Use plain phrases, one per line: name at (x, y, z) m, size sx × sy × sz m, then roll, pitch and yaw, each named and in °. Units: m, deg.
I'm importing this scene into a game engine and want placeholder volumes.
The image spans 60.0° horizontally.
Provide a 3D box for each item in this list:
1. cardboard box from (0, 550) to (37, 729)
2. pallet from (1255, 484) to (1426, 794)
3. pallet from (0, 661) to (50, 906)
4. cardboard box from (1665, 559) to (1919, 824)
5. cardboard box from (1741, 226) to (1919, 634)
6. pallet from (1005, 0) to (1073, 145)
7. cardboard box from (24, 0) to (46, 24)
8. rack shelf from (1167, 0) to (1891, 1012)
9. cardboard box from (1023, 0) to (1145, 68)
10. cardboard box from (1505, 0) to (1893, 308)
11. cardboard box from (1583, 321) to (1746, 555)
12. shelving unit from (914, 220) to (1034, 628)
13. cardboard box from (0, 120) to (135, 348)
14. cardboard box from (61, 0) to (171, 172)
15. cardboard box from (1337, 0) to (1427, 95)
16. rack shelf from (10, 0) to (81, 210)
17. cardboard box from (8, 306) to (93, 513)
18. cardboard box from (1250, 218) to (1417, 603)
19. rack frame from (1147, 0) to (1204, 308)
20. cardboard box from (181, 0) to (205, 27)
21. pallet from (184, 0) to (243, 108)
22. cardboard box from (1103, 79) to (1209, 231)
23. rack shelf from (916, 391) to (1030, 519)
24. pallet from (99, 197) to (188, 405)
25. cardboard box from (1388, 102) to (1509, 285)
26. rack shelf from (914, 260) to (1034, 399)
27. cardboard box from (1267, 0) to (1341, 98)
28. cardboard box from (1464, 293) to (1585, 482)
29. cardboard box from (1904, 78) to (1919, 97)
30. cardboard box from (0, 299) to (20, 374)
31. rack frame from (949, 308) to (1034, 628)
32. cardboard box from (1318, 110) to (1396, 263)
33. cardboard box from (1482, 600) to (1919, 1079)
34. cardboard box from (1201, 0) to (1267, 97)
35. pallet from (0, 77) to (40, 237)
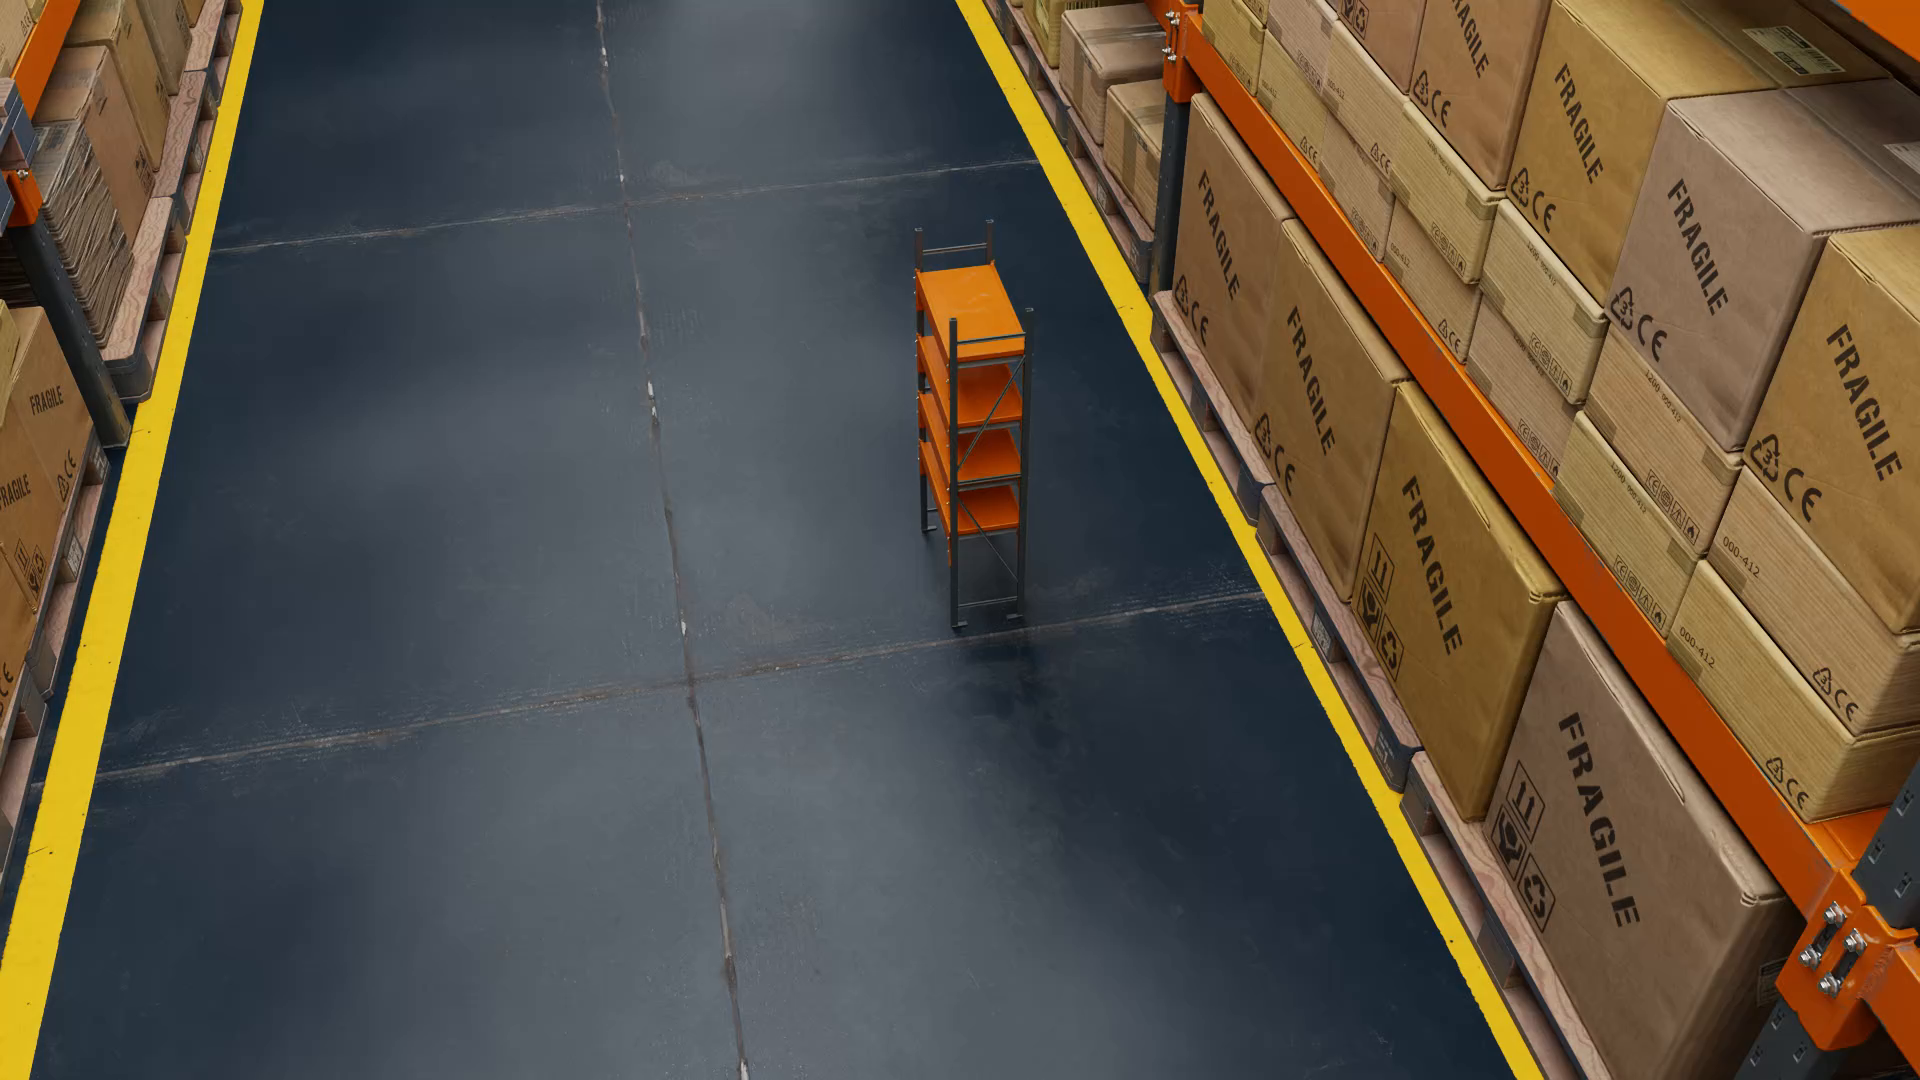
cardboard box at (-3.056, 0.258, 4.766) m, size 0.500 × 0.500 × 0.500 m, roll -7°, pitch 42°, yaw -7°
pallet at (1.632, 0.213, 5.351) m, size 1.003 × 0.211 × 1.213 m, roll -8°, pitch 42°, yaw -9°
pallet at (-3.186, 0.894, 4.584) m, size 1.003 × 0.211 × 1.213 m, roll -8°, pitch 42°, yaw -9°
cardboard box at (1.796, 0.253, 3.318) m, size 0.500 × 0.250 × 0.500 m, roll -9°, pitch 42°, yaw -10°
cardboard box at (1.797, -0.213, 2.902) m, size 0.500 × 0.500 × 0.500 m, roll -7°, pitch 42°, yaw -8°
pallet at (0.848, -2.394, 8.288) m, size 1.003 × 0.211 × 1.213 m, roll -8°, pitch 42°, yaw -9°
cardboard box at (-3.531, -2.021, 5.880) m, size 0.500 × 0.250 × 0.500 m, roll -9°, pitch 42°, yaw -10°
rack shelf at (1.707, -0.576, 4.681) m, size 1.077 × 0.370 × 4.000 m, roll -8°, pitch 42°, yaw -9°
cardboard box at (0.838, -2.653, 8.142) m, size 0.950 × 0.372 × 0.625 m, roll -7°, pitch 42°, yaw -8°
cardboard box at (1.588, -0.879, 3.652) m, size 0.500 × 0.500 × 0.500 m, roll -7°, pitch 42°, yaw -8°
cardboard box at (1.691, -0.253, 3.512) m, size 0.500 × 0.250 × 0.500 m, roll -7°, pitch 42°, yaw -8°
shelving unit at (0.036, -0.341, 5.231) m, size 0.258 × 1.200 × 0.503 m, roll -8°, pitch 42°, yaw -9°
cardboard box at (-3.692, -1.103, 6.205) m, size 0.875 × 0.625 × 0.625 m, roll -7°, pitch 42°, yaw -8°
cardboard box at (-3.986, -1.961, 7.172) m, size 0.875 × 0.625 × 0.625 m, roll -10°, pitch 43°, yaw -11°
cardboard box at (1.356, -1.540, 4.397) m, size 0.500 × 0.500 × 0.500 m, roll -7°, pitch 42°, yaw -8°
rack shelf at (-4.002, -2.455, 6.798) m, size 1.077 × 0.370 × 4.000 m, roll -8°, pitch 42°, yaw -9°
cardboard box at (-3.269, -0.406, 5.515) m, size 0.500 × 0.500 × 0.500 m, roll -7°, pitch 42°, yaw -8°
cardboard box at (1.532, -0.465, 5.299) m, size 0.875 × 0.875 × 0.875 m, roll -8°, pitch 42°, yaw -9°
rack frame at (1.275, -2.141, 5.902) m, size 1.000 × 3.000 × 0.127 m, roll -8°, pitch 42°, yaw -9°
cardboard box at (-4.310, -2.953, 8.289) m, size 0.875 × 0.625 × 0.625 m, roll -7°, pitch 42°, yaw -7°
pallet at (-4.237, -2.505, 8.413) m, size 1.003 × 0.211 × 1.213 m, roll -8°, pitch 42°, yaw -9°
cardboard box at (1.163, -1.683, 7.050) m, size 0.950 × 0.372 × 0.625 m, roll -11°, pitch 43°, yaw -12°
rack shelf at (0.036, -0.291, 5.275) m, size 0.258 × 0.148 × 0.480 m, roll -8°, pitch 42°, yaw -9°
pallet at (-3.710, -0.924, 6.632) m, size 1.003 × 0.211 × 1.213 m, roll -8°, pitch 42°, yaw -9°
cardboard box at (1.446, -0.917, 4.260) m, size 0.500 × 0.250 × 0.500 m, roll -8°, pitch 42°, yaw -9°
rack shelf at (0.036, -0.635, 4.970) m, size 0.258 × 0.148 × 0.480 m, roll -8°, pitch 42°, yaw -9°
cardboard box at (1.254, -1.573, 4.999) m, size 0.500 × 0.250 × 0.500 m, roll -7°, pitch 42°, yaw -8°
cardboard box at (1.597, -0.407, 4.062) m, size 0.500 × 0.250 × 0.500 m, roll -9°, pitch 42°, yaw -10°
cardboard box at (2.188, -0.612, 3.351) m, size 0.500 × 0.500 × 0.500 m, roll -9°, pitch 42°, yaw -10°
cardboard box at (-3.216, -0.608, 5.254) m, size 0.380 × 0.149 × 0.250 m, roll -10°, pitch 43°, yaw -11°
rack frame at (0.088, -0.183, 5.053) m, size 0.240 × 1.200 × 0.015 m, roll -8°, pitch 42°, yaw -9°
cardboard box at (1.371, -1.060, 4.798) m, size 0.500 × 0.250 × 0.500 m, roll -7°, pitch 42°, yaw -8°
cardboard box at (1.927, 0.699, 3.987) m, size 0.875 × 0.875 × 0.875 m, roll -7°, pitch 42°, yaw -8°
cardboard box at (1.135, -1.732, 5.554) m, size 0.500 × 0.250 × 0.500 m, roll -9°, pitch 42°, yaw -10°
pallet at (-3.356, -0.926, 4.678) m, size 1.213 × 0.211 × 1.003 m, roll -8°, pitch 42°, yaw -9°
